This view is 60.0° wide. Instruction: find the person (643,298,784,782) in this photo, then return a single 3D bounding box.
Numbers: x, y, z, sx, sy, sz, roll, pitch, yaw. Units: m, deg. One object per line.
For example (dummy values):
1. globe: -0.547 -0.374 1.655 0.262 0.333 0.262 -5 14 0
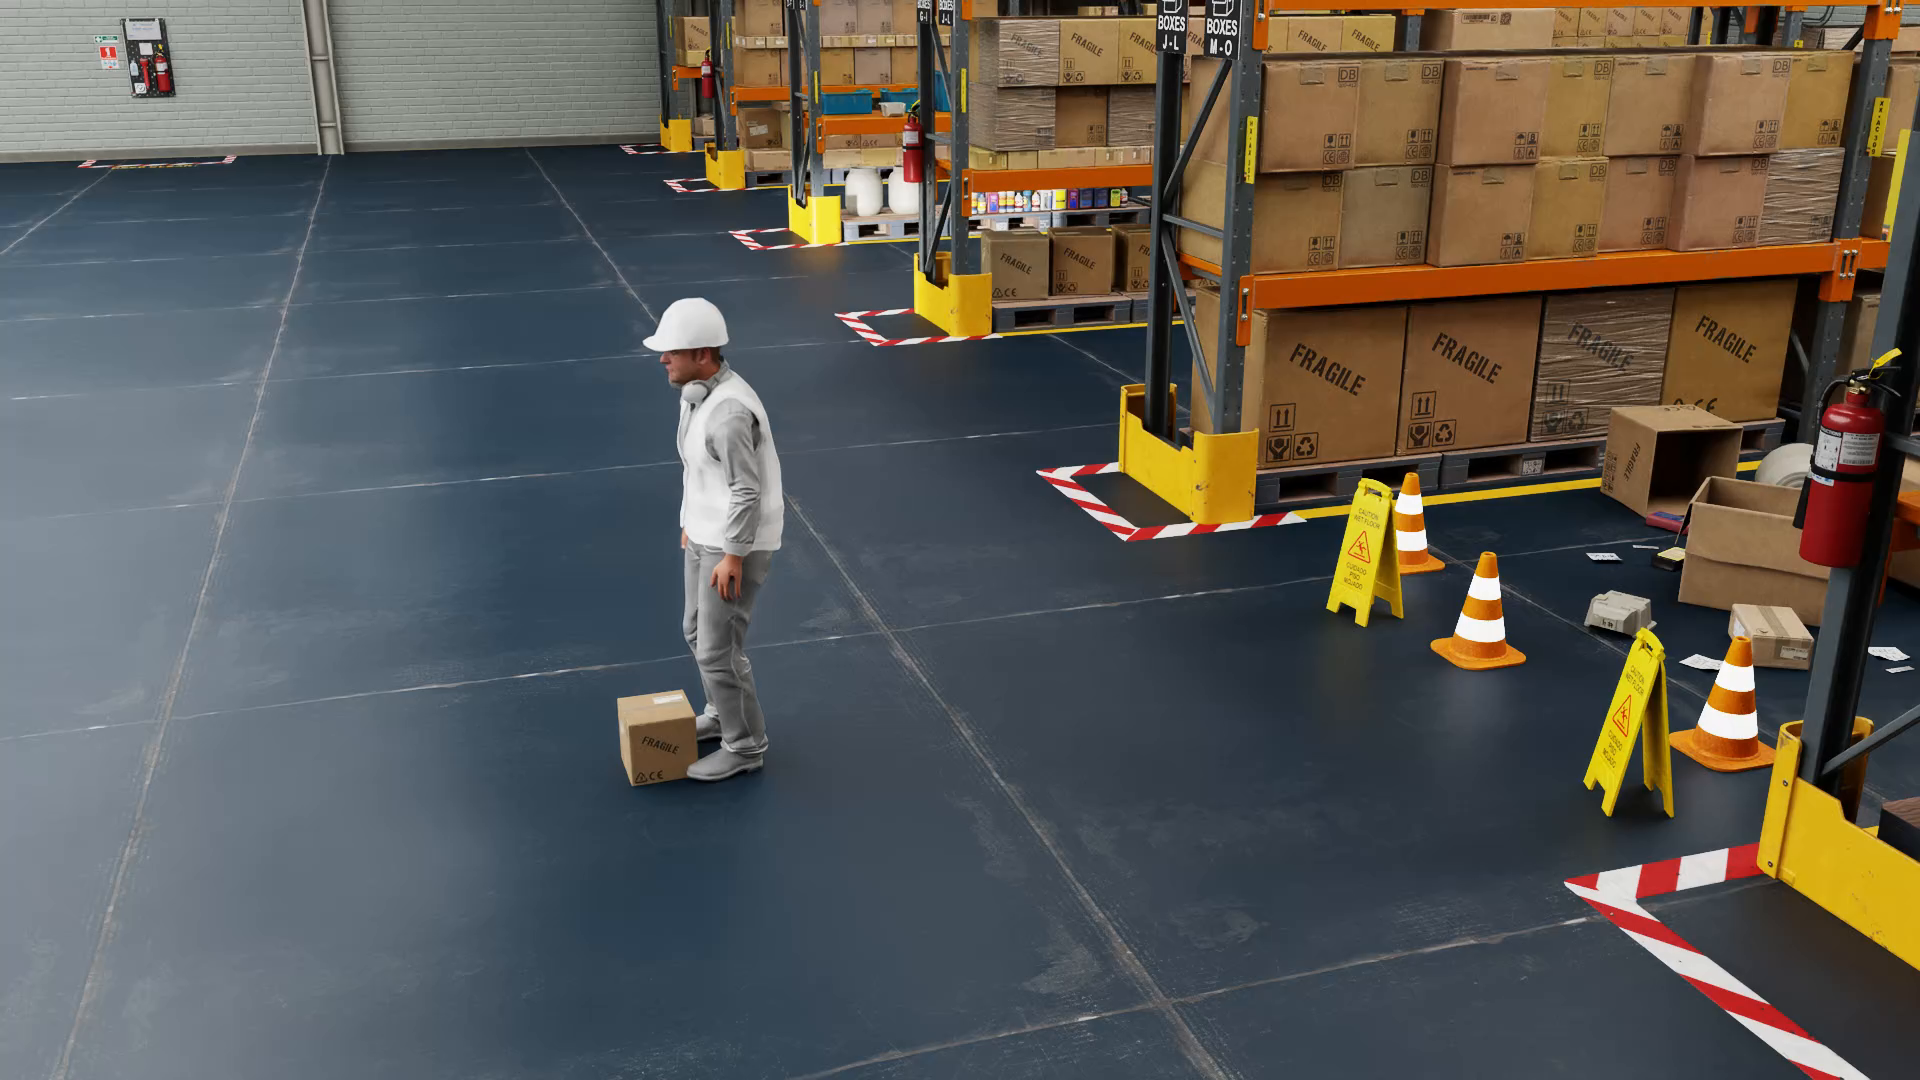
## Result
1. person: -0.879 -0.008 6.051 0.463 1.770 0.585 -7 20 -20
